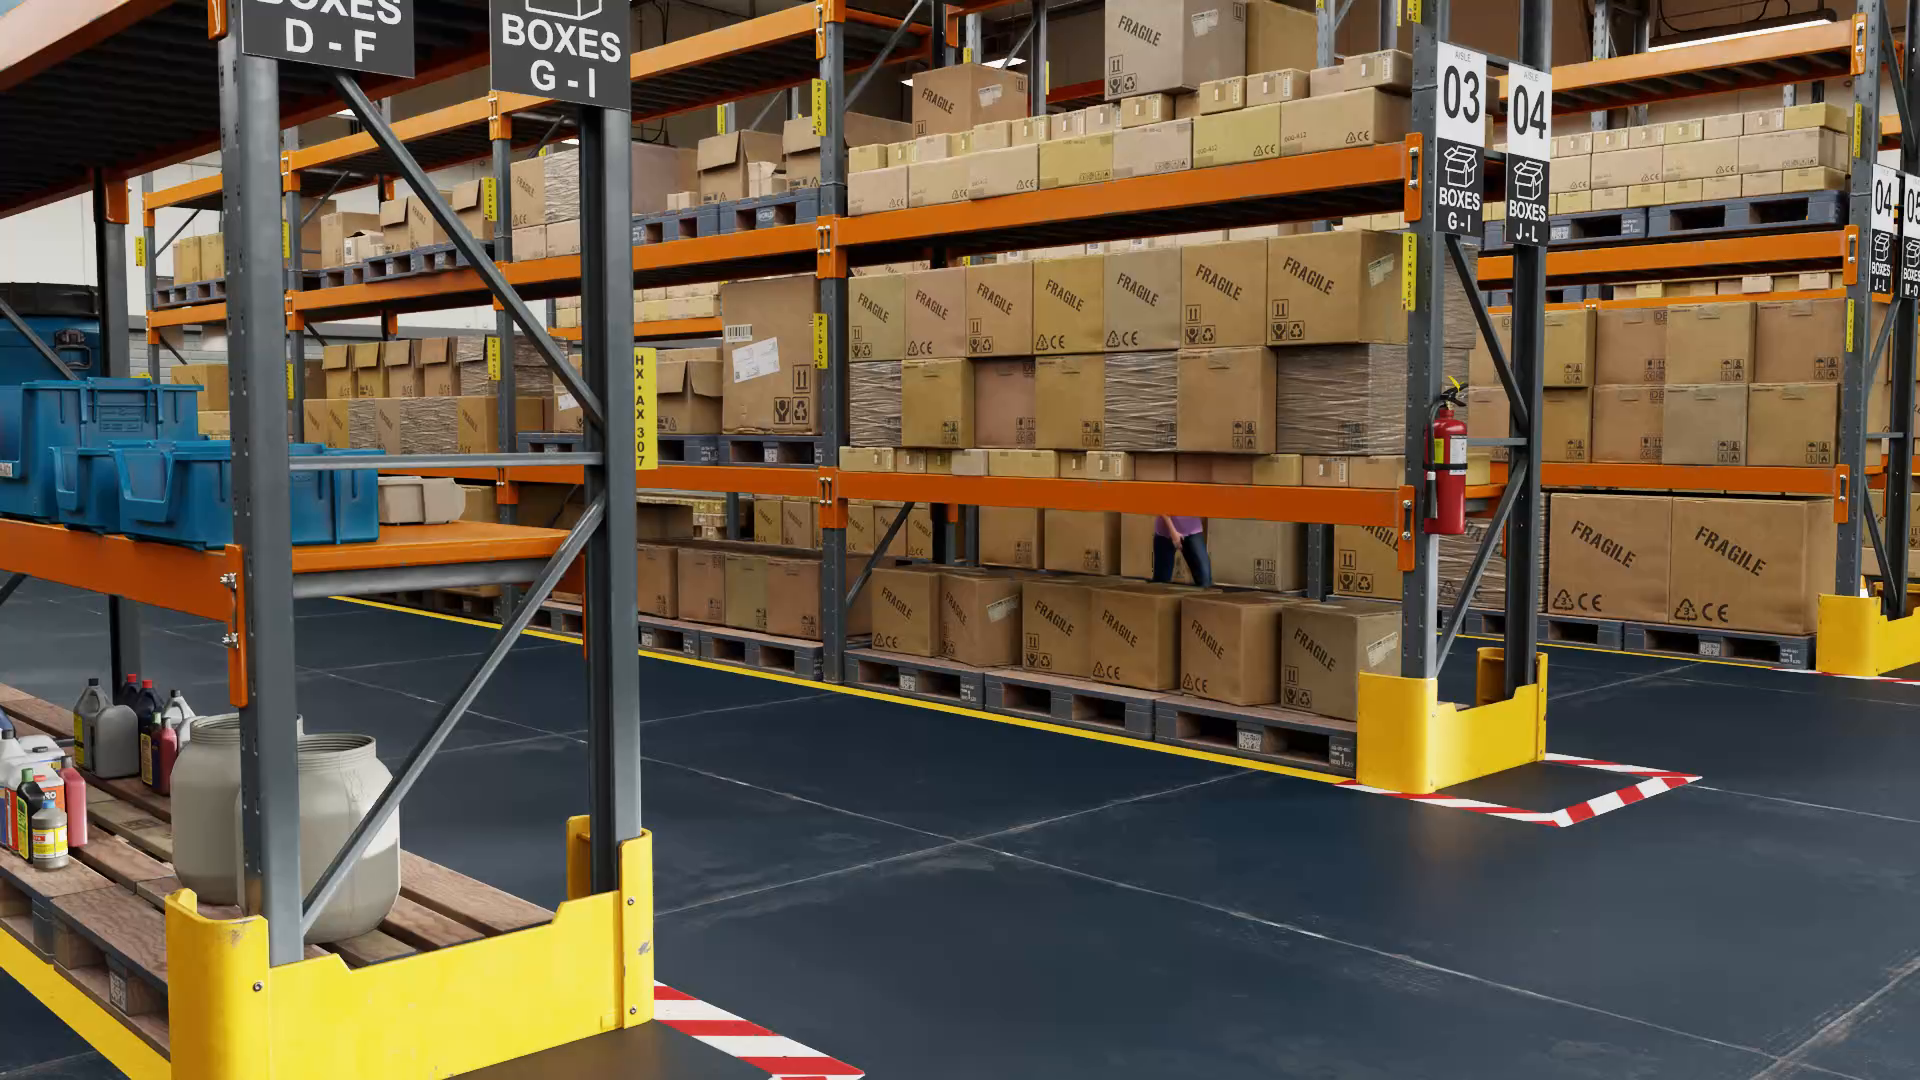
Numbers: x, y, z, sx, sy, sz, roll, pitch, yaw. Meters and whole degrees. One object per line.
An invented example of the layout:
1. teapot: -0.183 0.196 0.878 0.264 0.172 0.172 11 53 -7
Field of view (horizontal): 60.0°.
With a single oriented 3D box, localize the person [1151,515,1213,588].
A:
1. person: 1.571 -0.029 11.608 0.446 1.535 0.890 -3 5 -33
